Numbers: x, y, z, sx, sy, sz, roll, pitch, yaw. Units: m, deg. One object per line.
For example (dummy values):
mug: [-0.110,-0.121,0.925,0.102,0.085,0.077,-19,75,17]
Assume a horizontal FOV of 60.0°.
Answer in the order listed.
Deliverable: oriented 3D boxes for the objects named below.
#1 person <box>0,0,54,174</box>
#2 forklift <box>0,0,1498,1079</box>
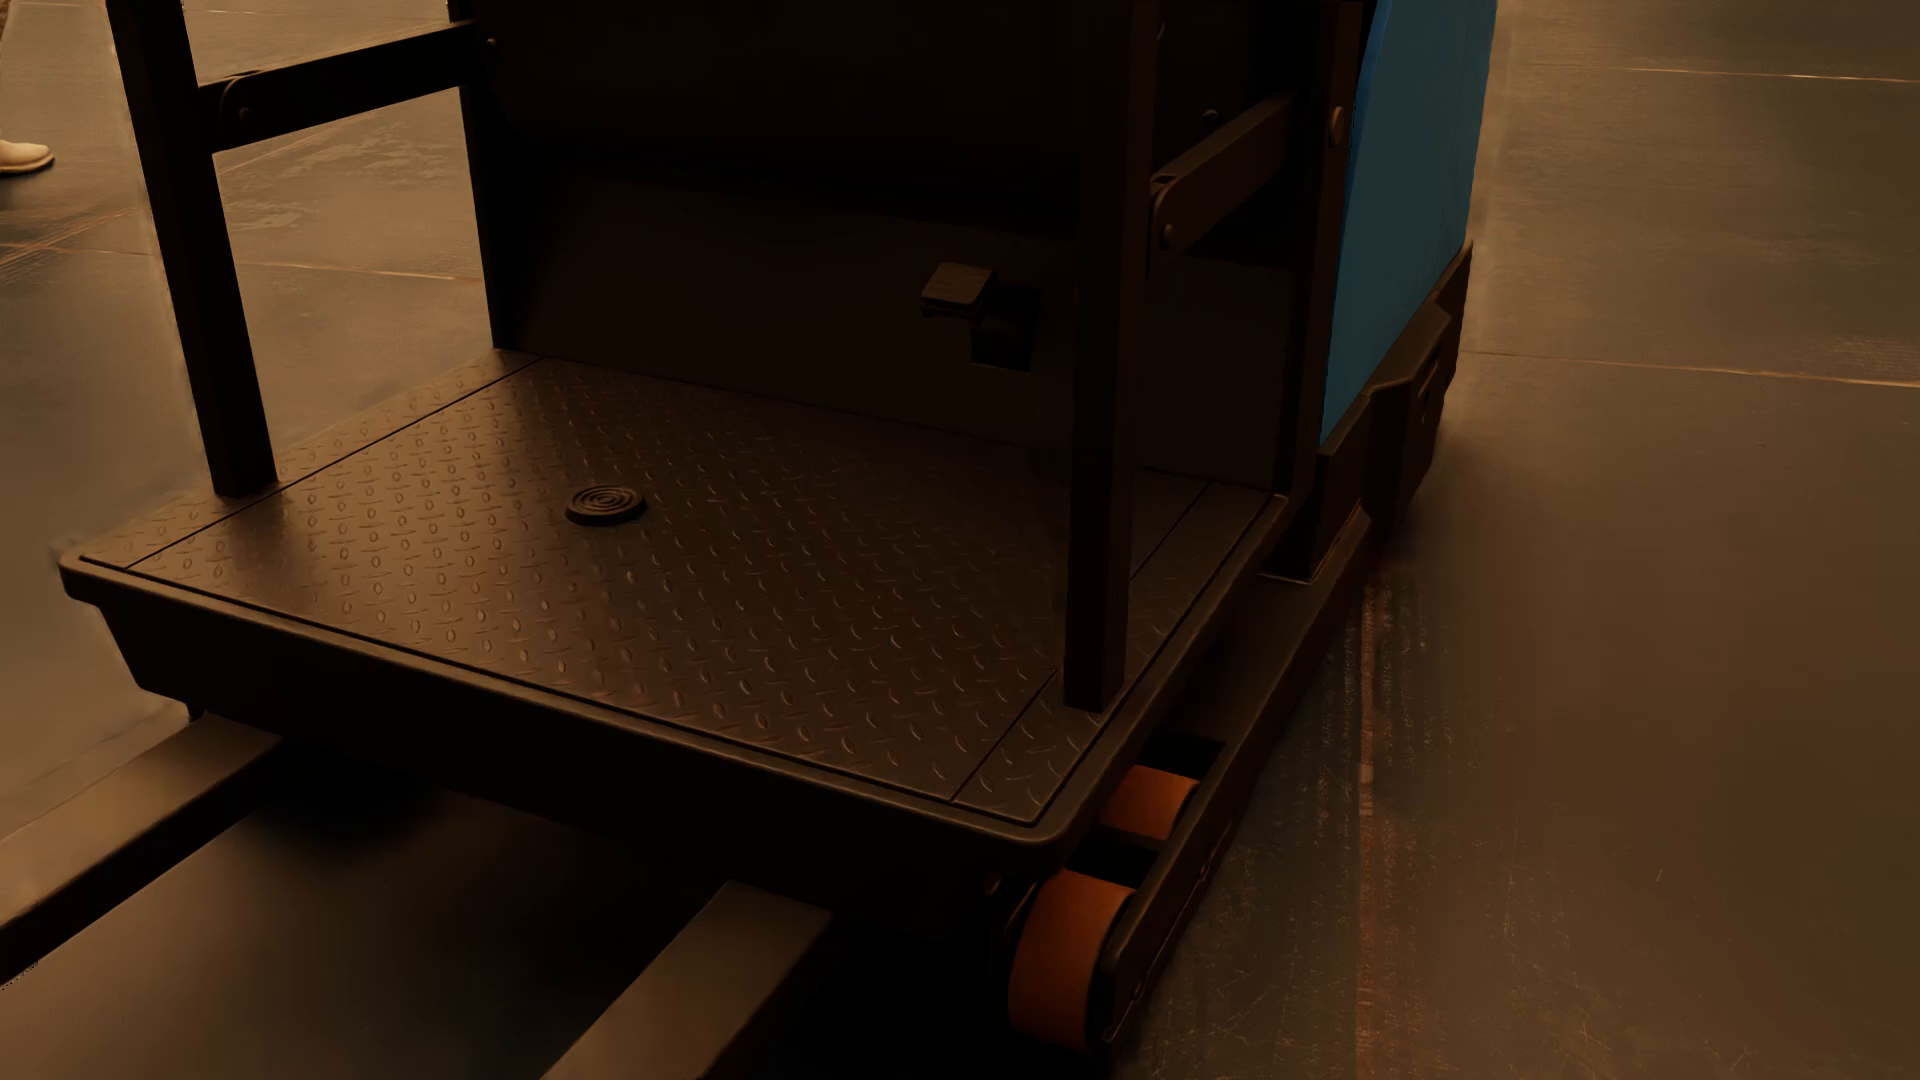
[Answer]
person: [-2.588,-1.697,4.019,0.817,1.660,0.752,15,30,26]
forklift: [-0.219,-1.056,1.339,1.130,2.935,3.031,12,29,23]
